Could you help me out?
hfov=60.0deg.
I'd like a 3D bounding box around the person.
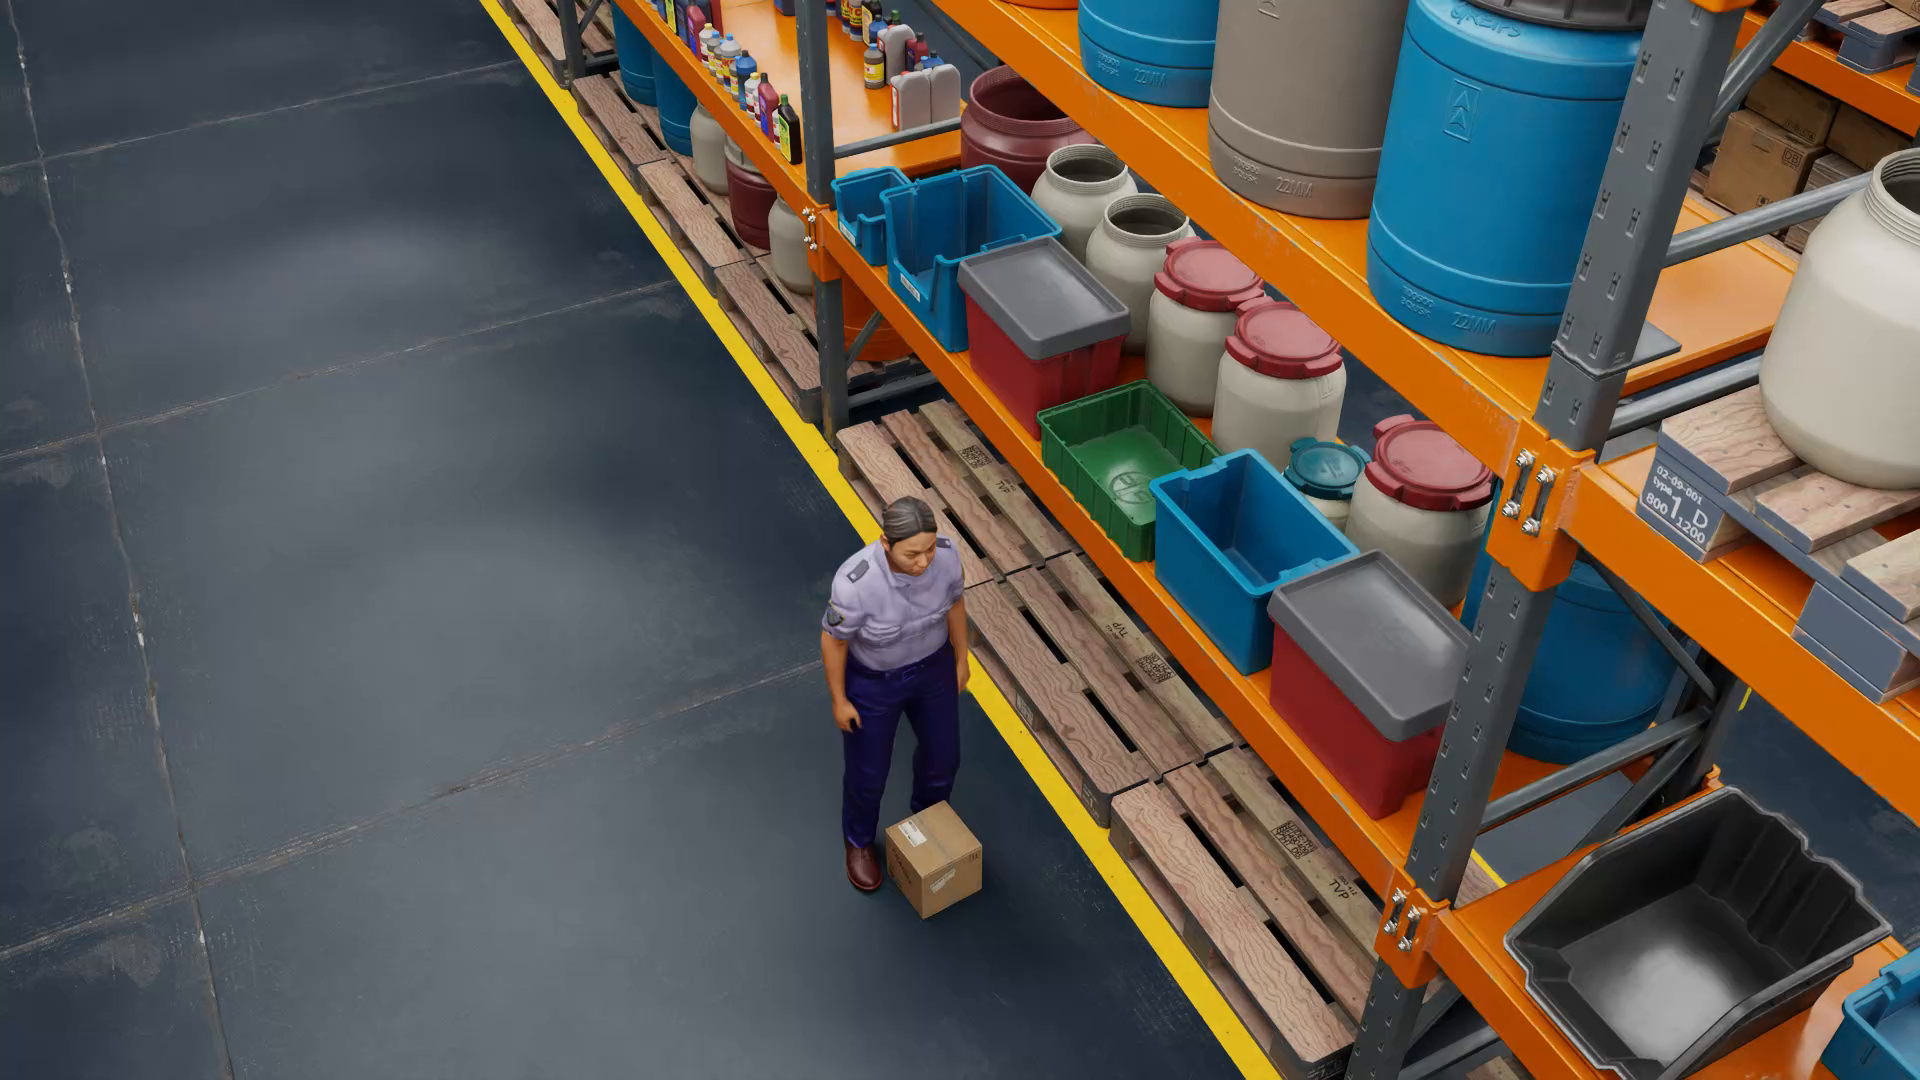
[{"bbox_3d":[-0.198,0.490,5.615,0.537,1.647,0.419,-19,45,-20],"label":"person"}]
